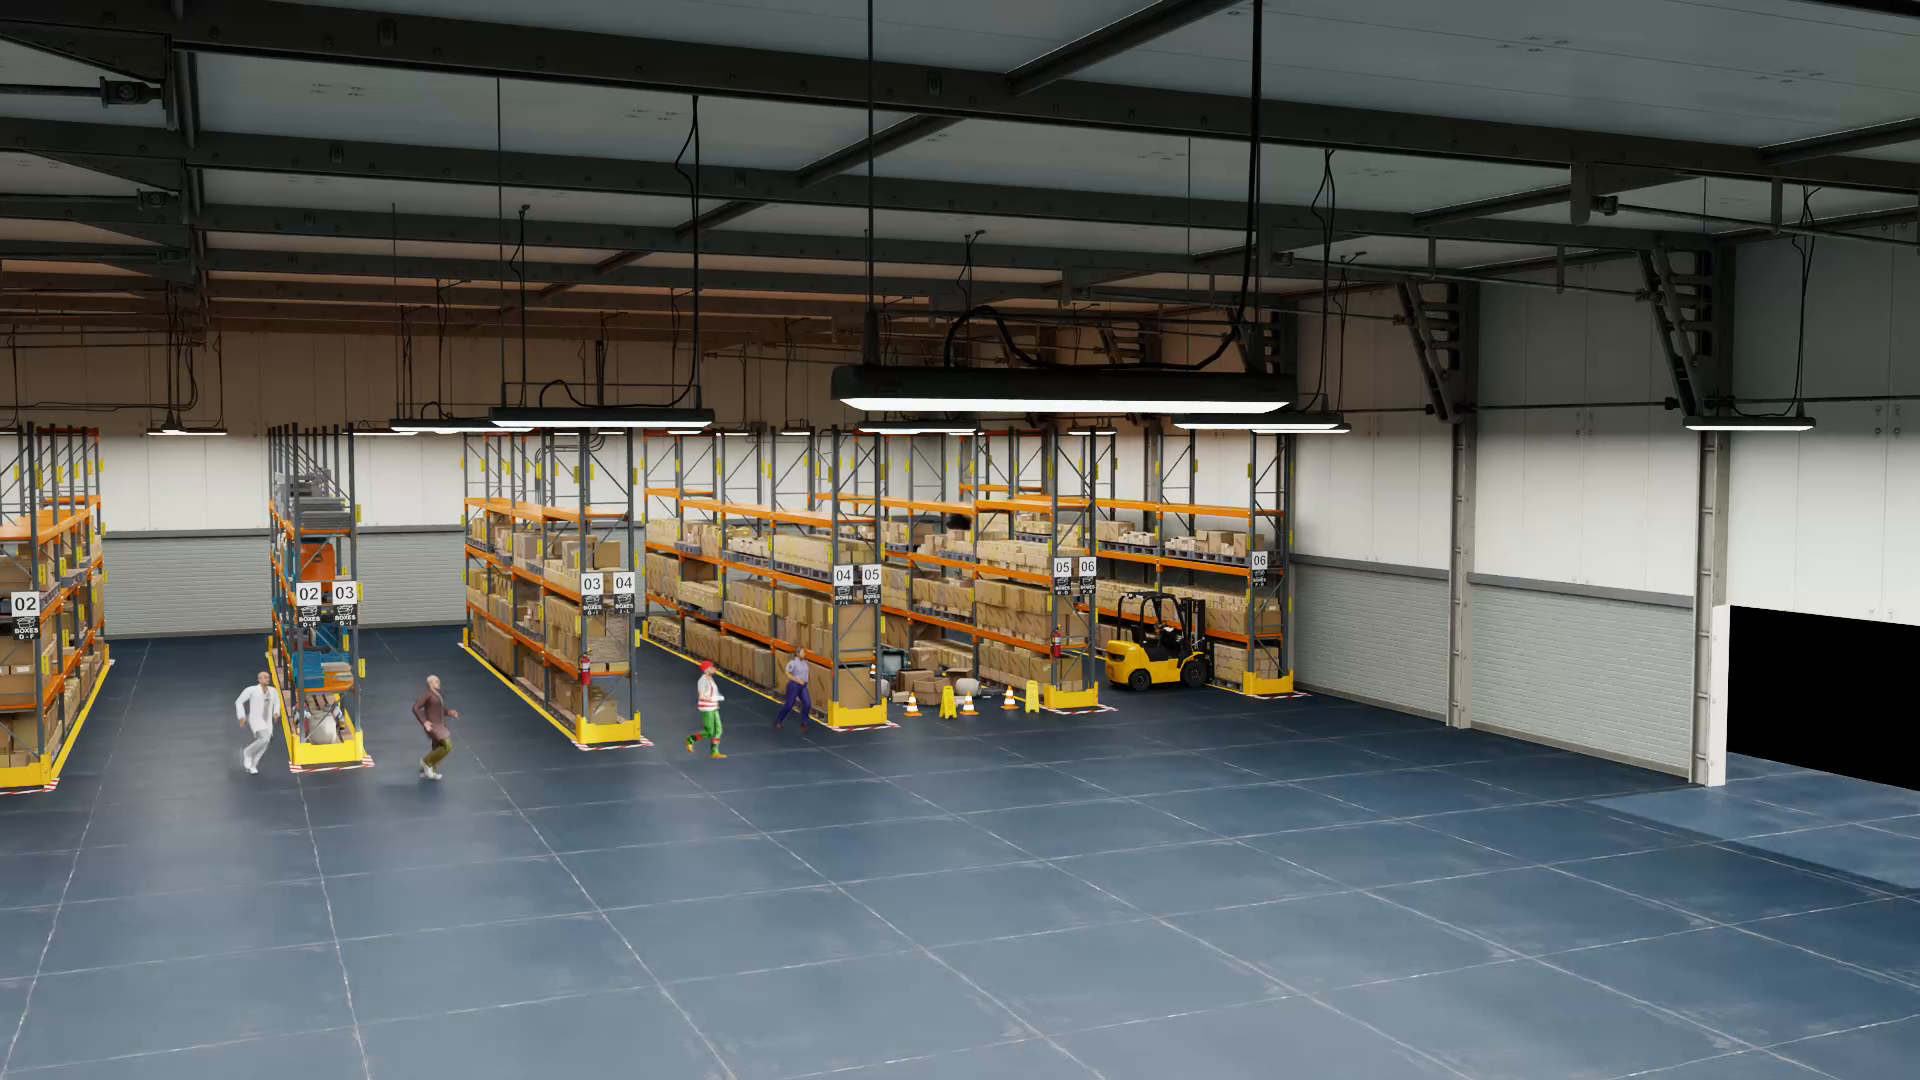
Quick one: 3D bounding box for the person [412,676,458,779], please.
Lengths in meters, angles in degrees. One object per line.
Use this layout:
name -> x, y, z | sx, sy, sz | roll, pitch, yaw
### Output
person -> -8.751, 3.143, 27.861 | 0.670, 1.744, 0.698 | 0, 3, 2

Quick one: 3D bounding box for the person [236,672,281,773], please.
person -> -11.948, 3.122, 28.527 | 0.591, 1.700, 0.726 | 2, 4, 34

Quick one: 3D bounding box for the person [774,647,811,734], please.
person -> -3.182, 2.933, 32.546 | 0.792, 1.675, 0.696 | 3, 5, 41

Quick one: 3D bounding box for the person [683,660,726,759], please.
person -> -4.547, 3.025, 29.683 | 0.782, 1.757, 0.663 | 0, 4, 7
